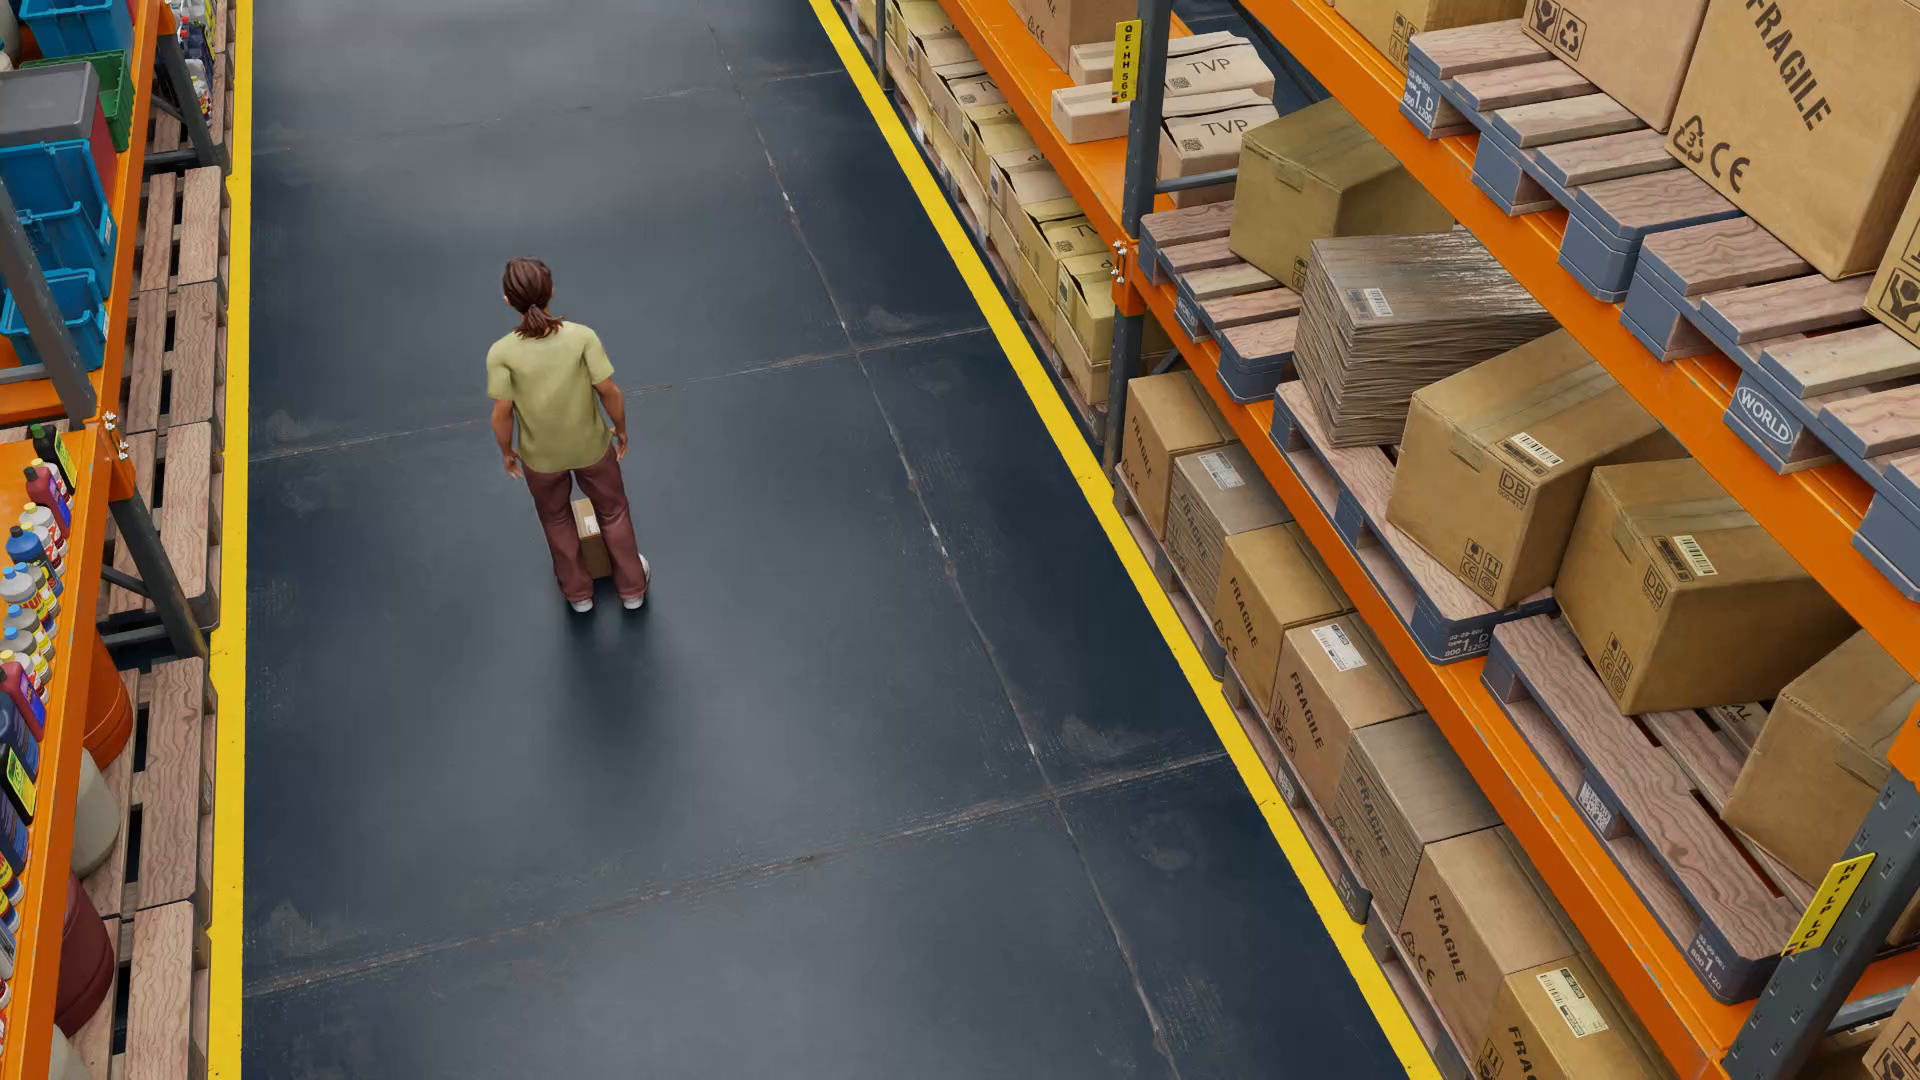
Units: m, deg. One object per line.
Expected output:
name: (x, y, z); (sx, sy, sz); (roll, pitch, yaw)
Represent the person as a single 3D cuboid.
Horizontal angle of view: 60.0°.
person: (-1.565, -0.383, 6.581); (0.499, 1.673, 0.404); (-12, 44, -13)
